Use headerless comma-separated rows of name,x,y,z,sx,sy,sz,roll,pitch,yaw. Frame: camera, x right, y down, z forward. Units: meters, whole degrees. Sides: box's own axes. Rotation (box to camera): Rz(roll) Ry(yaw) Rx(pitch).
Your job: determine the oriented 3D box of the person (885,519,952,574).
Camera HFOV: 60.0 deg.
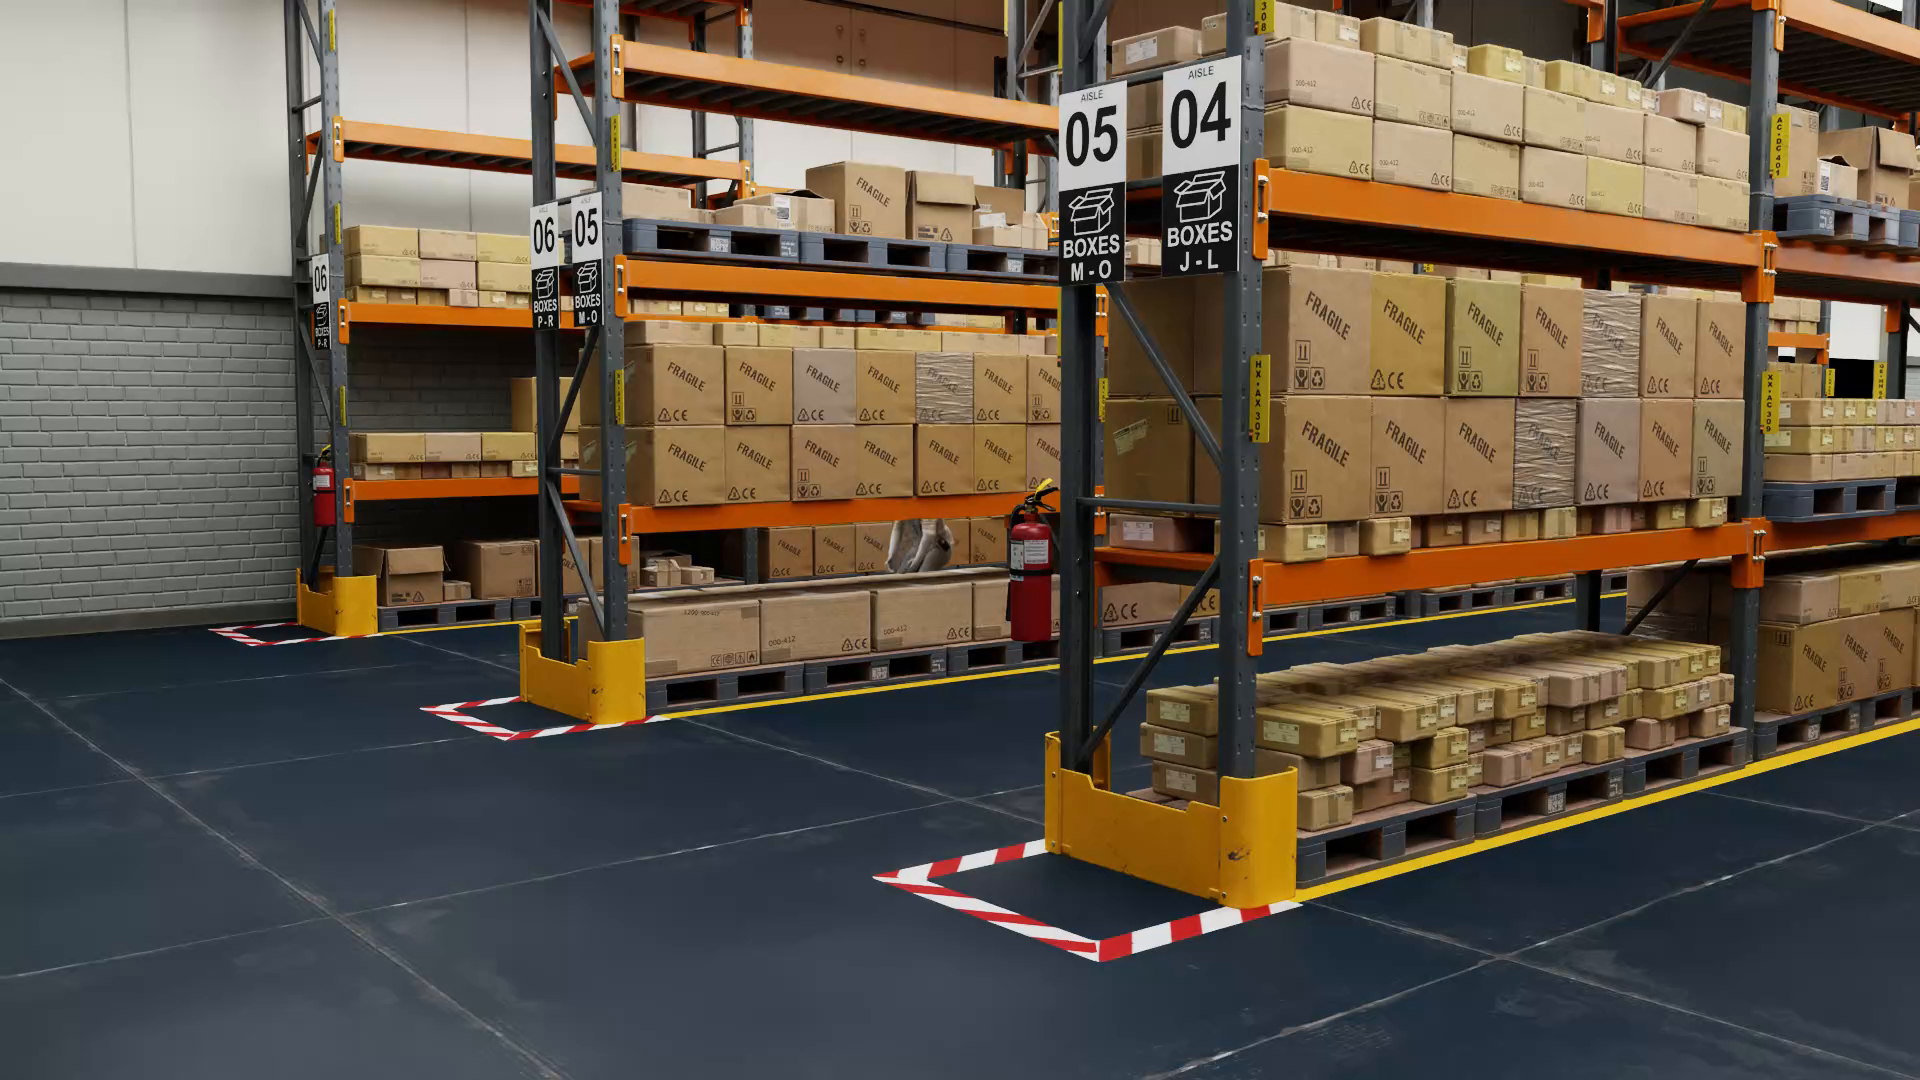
person,-0.358,0.101,14.058,0.656,1.425,0.534,-3,6,-38
